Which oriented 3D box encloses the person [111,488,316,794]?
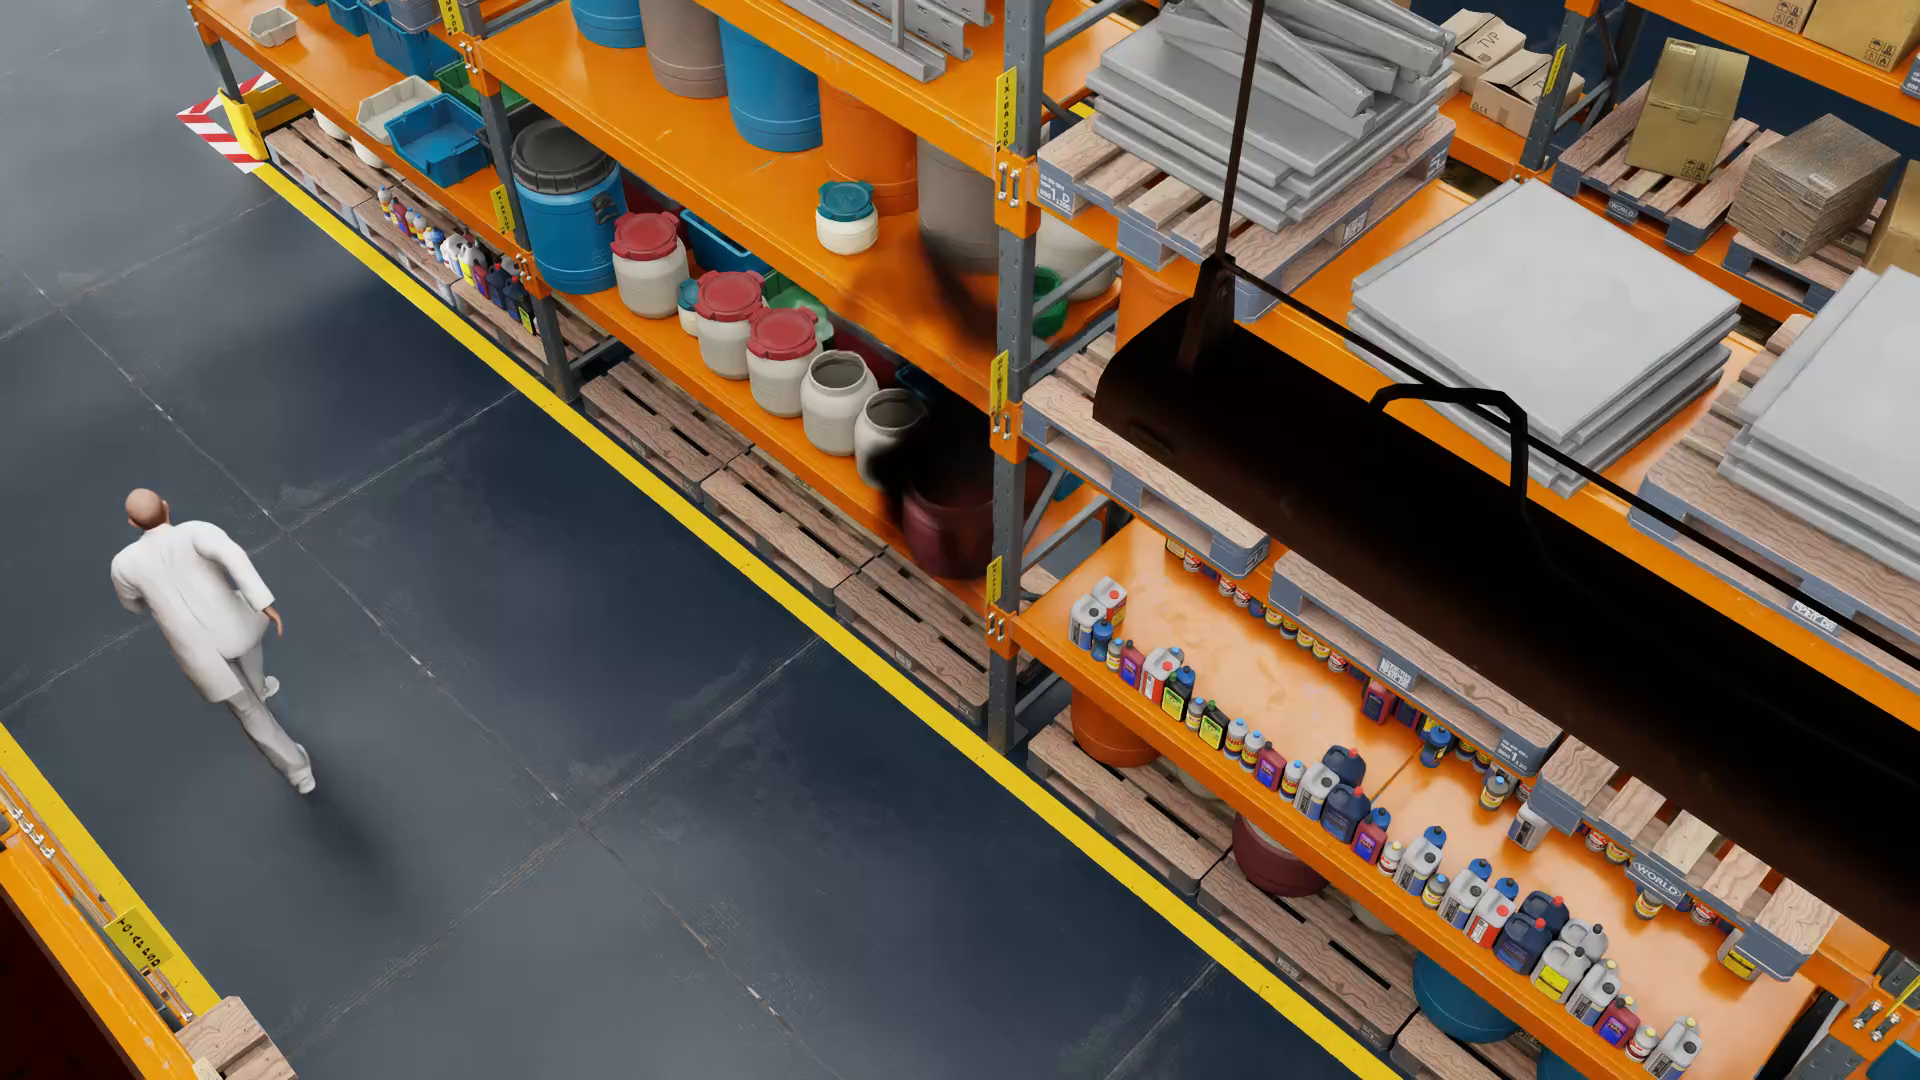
[{"bbox_3d":[-3.827,0.530,8.596,0.692,1.557,1.223,-24,54,-19],"label":"person"}]
